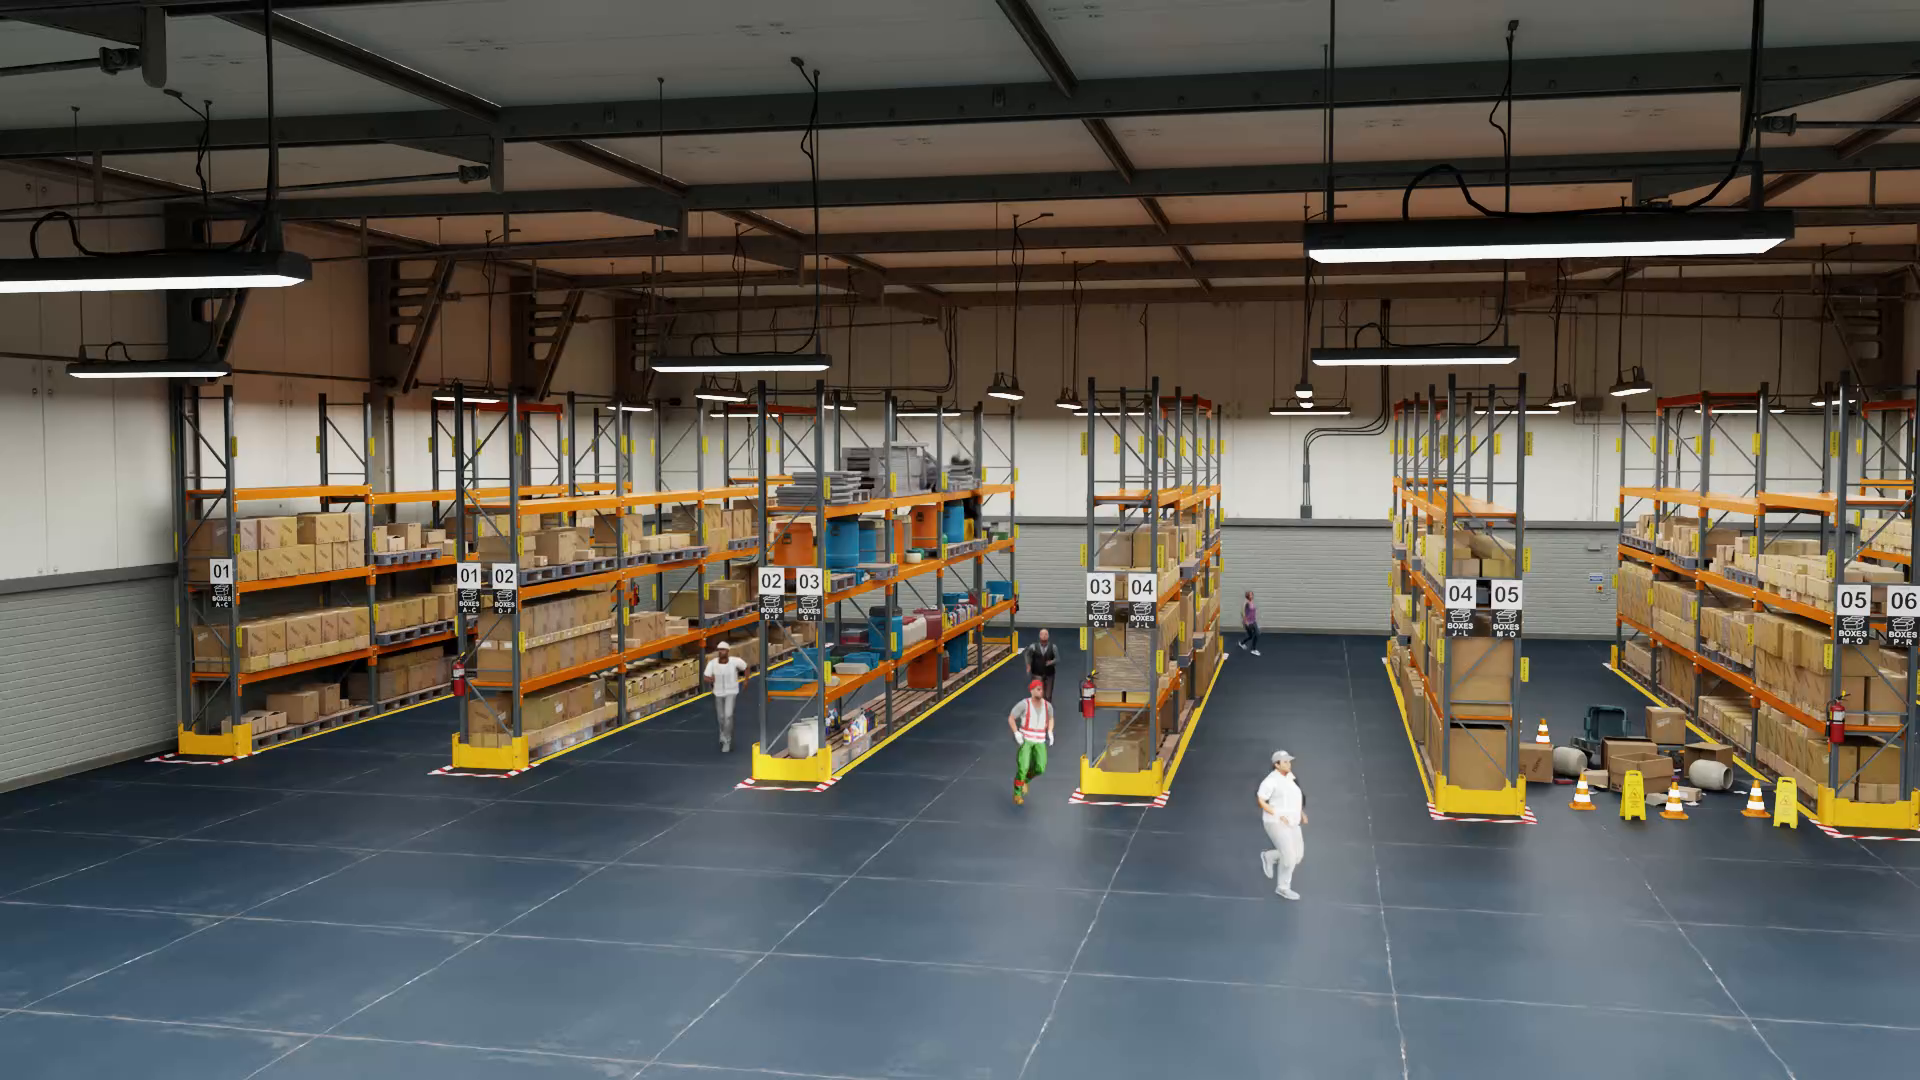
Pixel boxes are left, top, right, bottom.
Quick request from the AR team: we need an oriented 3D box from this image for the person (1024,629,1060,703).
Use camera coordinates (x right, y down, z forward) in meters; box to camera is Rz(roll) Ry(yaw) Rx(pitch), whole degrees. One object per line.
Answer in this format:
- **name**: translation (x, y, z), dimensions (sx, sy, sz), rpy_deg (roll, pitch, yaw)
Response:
- **person**: translation (1.496, 2.467, 29.982), dimensions (0.629, 1.720, 0.693), rpy_deg (0, 3, -4)

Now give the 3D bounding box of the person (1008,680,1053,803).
- **person**: translation (1.039, 2.835, 23.436), dimensions (0.715, 1.731, 0.537), rpy_deg (-1, 3, -17)

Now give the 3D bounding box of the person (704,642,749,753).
- **person**: translation (-3.872, 2.576, 27.591), dimensions (0.710, 1.811, 0.913), rpy_deg (0, 3, 6)

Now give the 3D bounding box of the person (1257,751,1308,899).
- **person**: translation (3.567, 3.162, 18.598), dimensions (0.608, 1.632, 0.570), rpy_deg (-3, 4, -43)

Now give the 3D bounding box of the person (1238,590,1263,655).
- **person**: translation (6.945, 1.992, 40.190), dimensions (0.630, 1.569, 0.666), rpy_deg (-3, 4, -40)
